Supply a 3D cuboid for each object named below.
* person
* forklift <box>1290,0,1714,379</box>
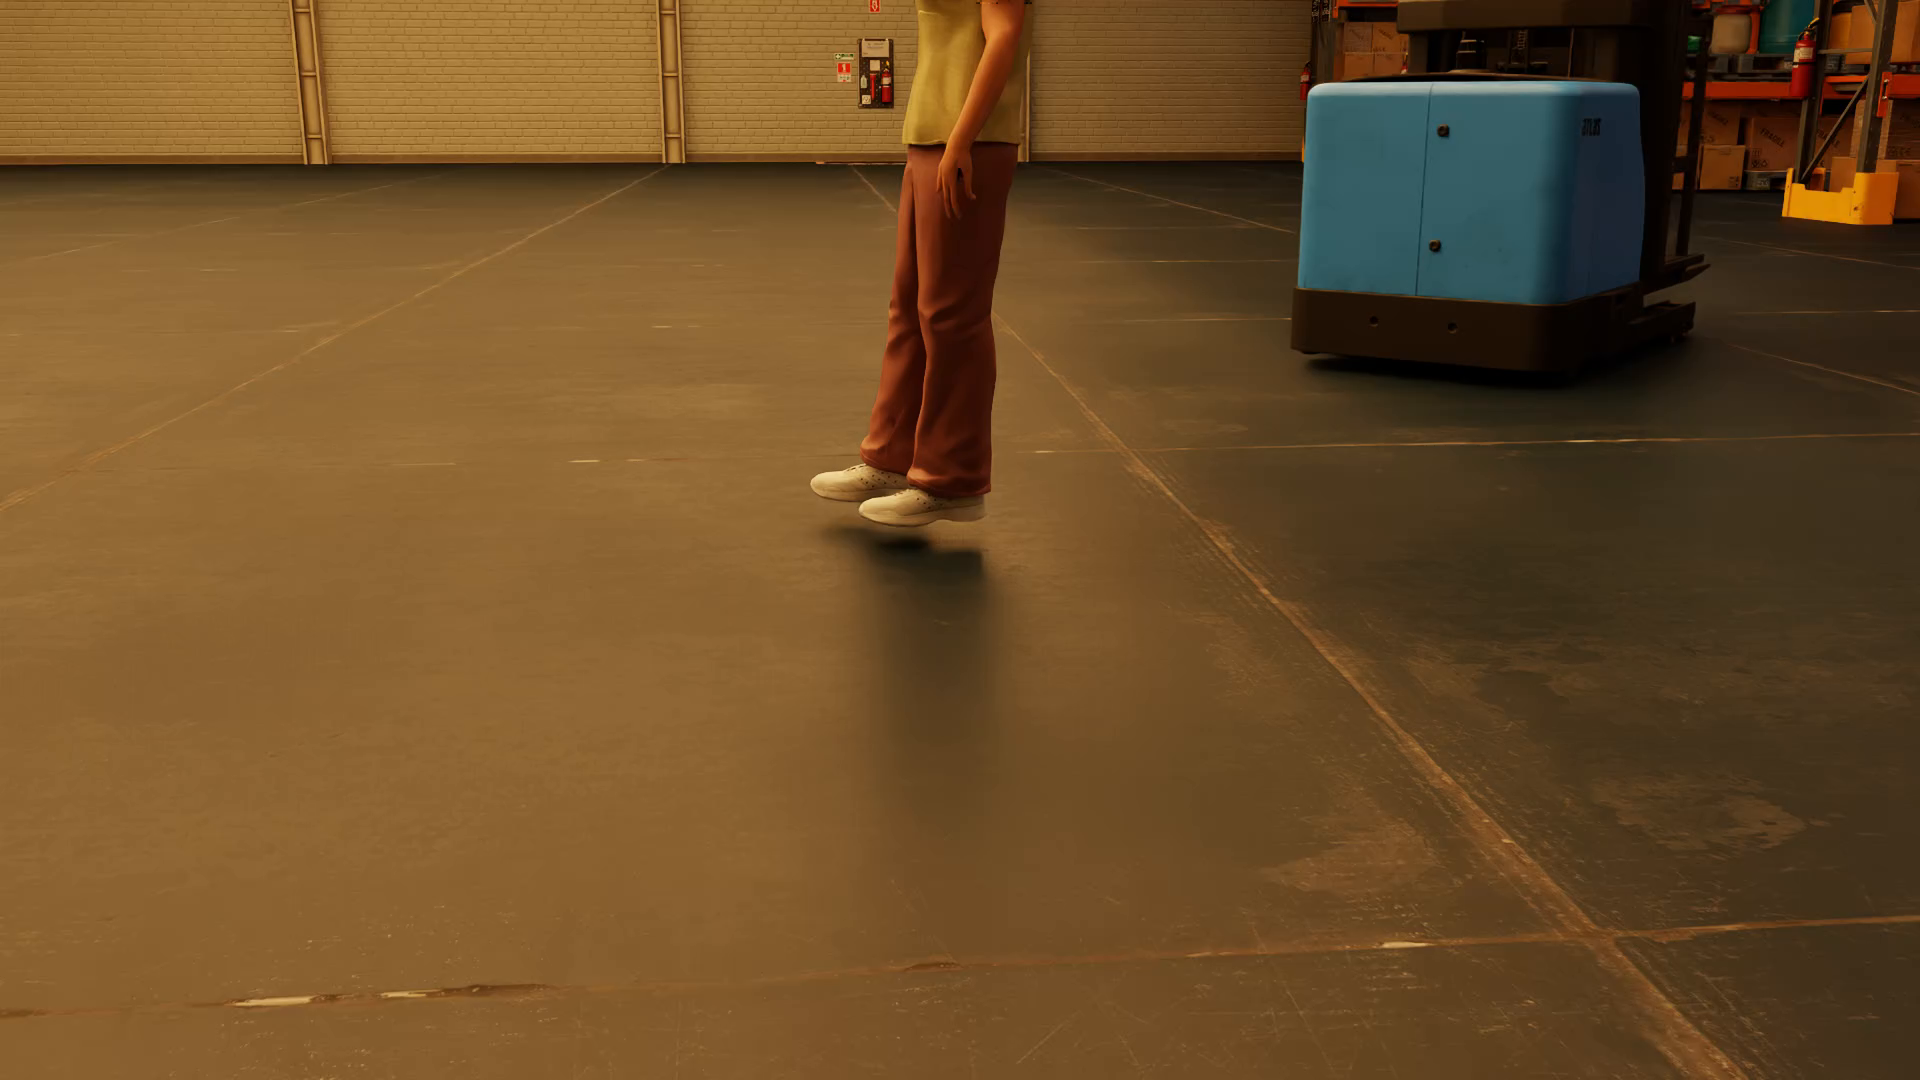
[{"bbox_3d":[-0.074,-0.857,3.714,0.548,1.675,0.554,-1,15,-5],"label":"person"},{"bbox_3d":[2.574,-2.323,7.008,1.130,2.935,3.031,11,18,35],"label":"forklift"}]
